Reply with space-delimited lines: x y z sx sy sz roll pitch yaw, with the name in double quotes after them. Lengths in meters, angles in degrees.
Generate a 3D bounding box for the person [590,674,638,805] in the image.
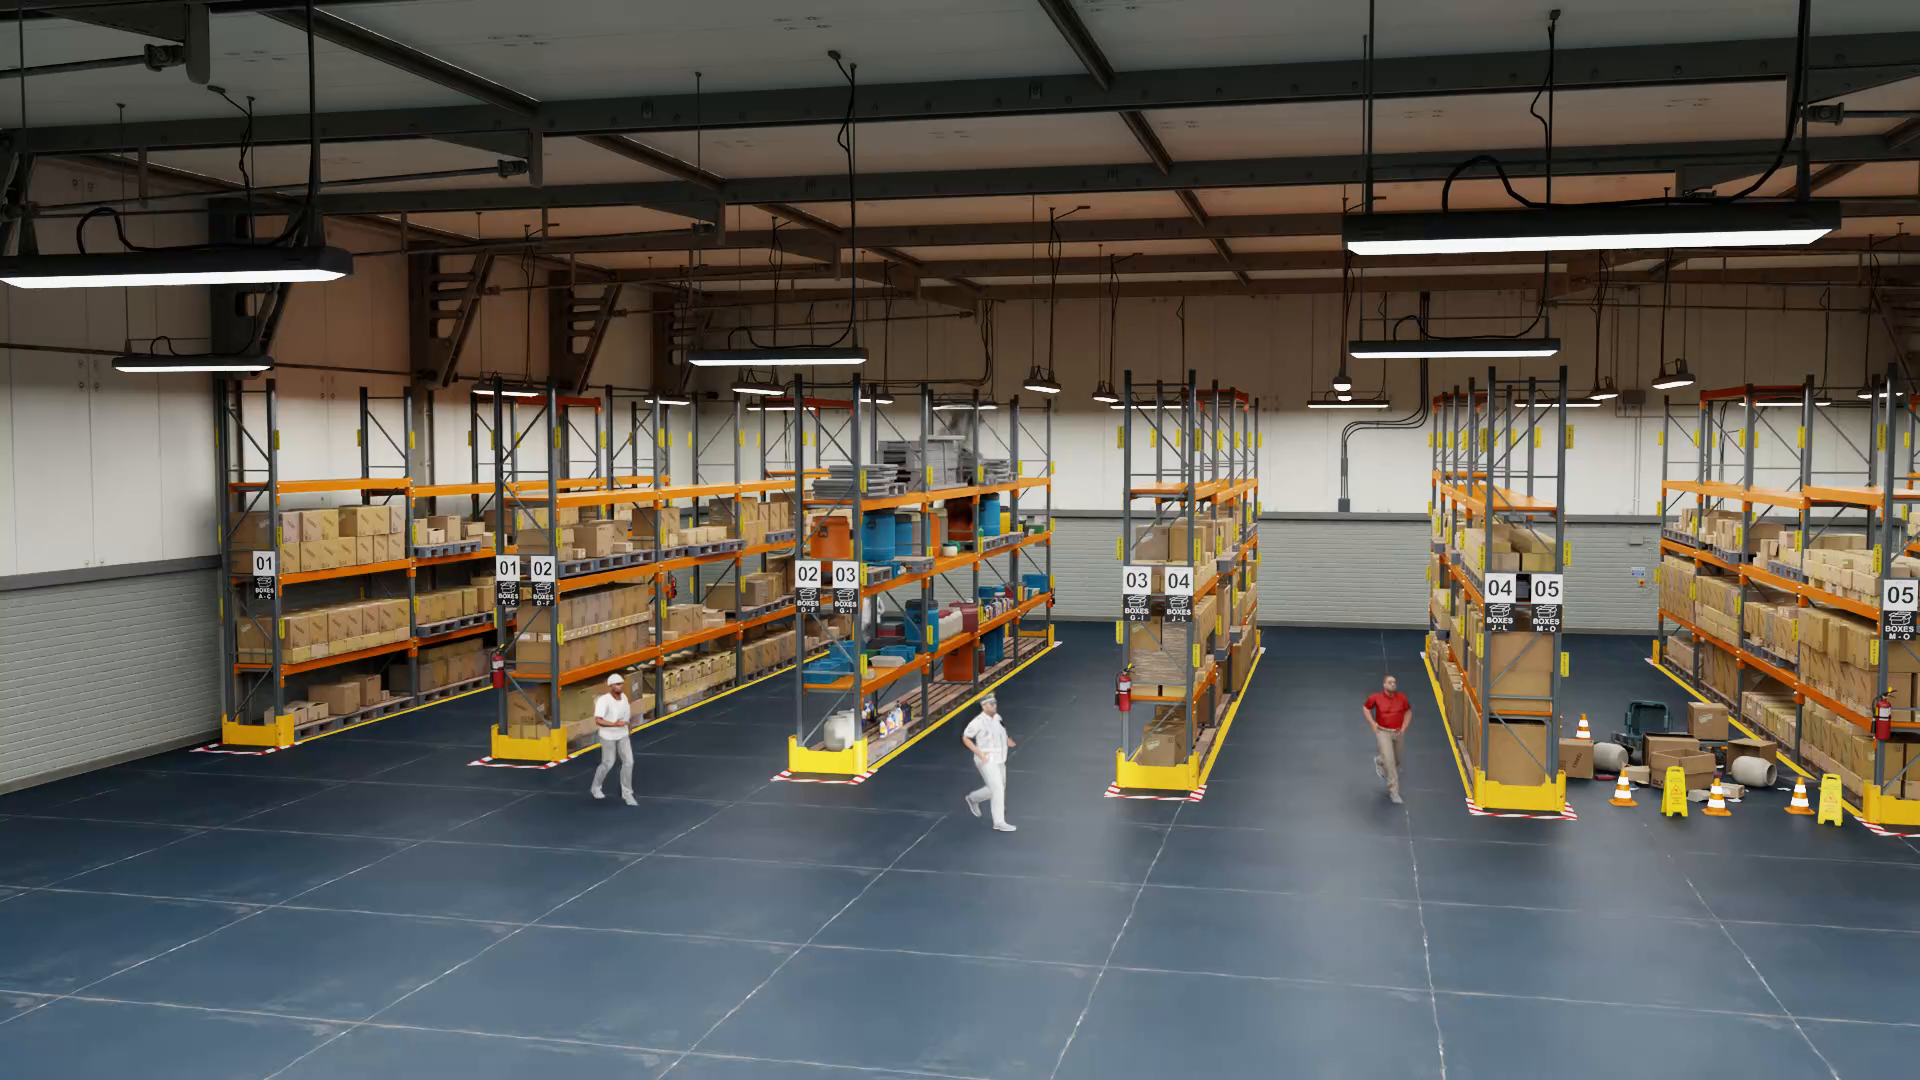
-4.771 2.755 22.926 0.771 1.839 0.719 2 4 36 "person"

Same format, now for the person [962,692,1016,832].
0.380 2.834 21.443 0.865 1.751 0.676 3 4 38 "person"

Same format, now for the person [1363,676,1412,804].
6.055 2.769 23.412 0.634 1.732 1.068 -1 4 -12 "person"

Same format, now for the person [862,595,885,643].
-2.019 1.846 37.379 0.676 1.717 1.042 0 3 7 "person"
